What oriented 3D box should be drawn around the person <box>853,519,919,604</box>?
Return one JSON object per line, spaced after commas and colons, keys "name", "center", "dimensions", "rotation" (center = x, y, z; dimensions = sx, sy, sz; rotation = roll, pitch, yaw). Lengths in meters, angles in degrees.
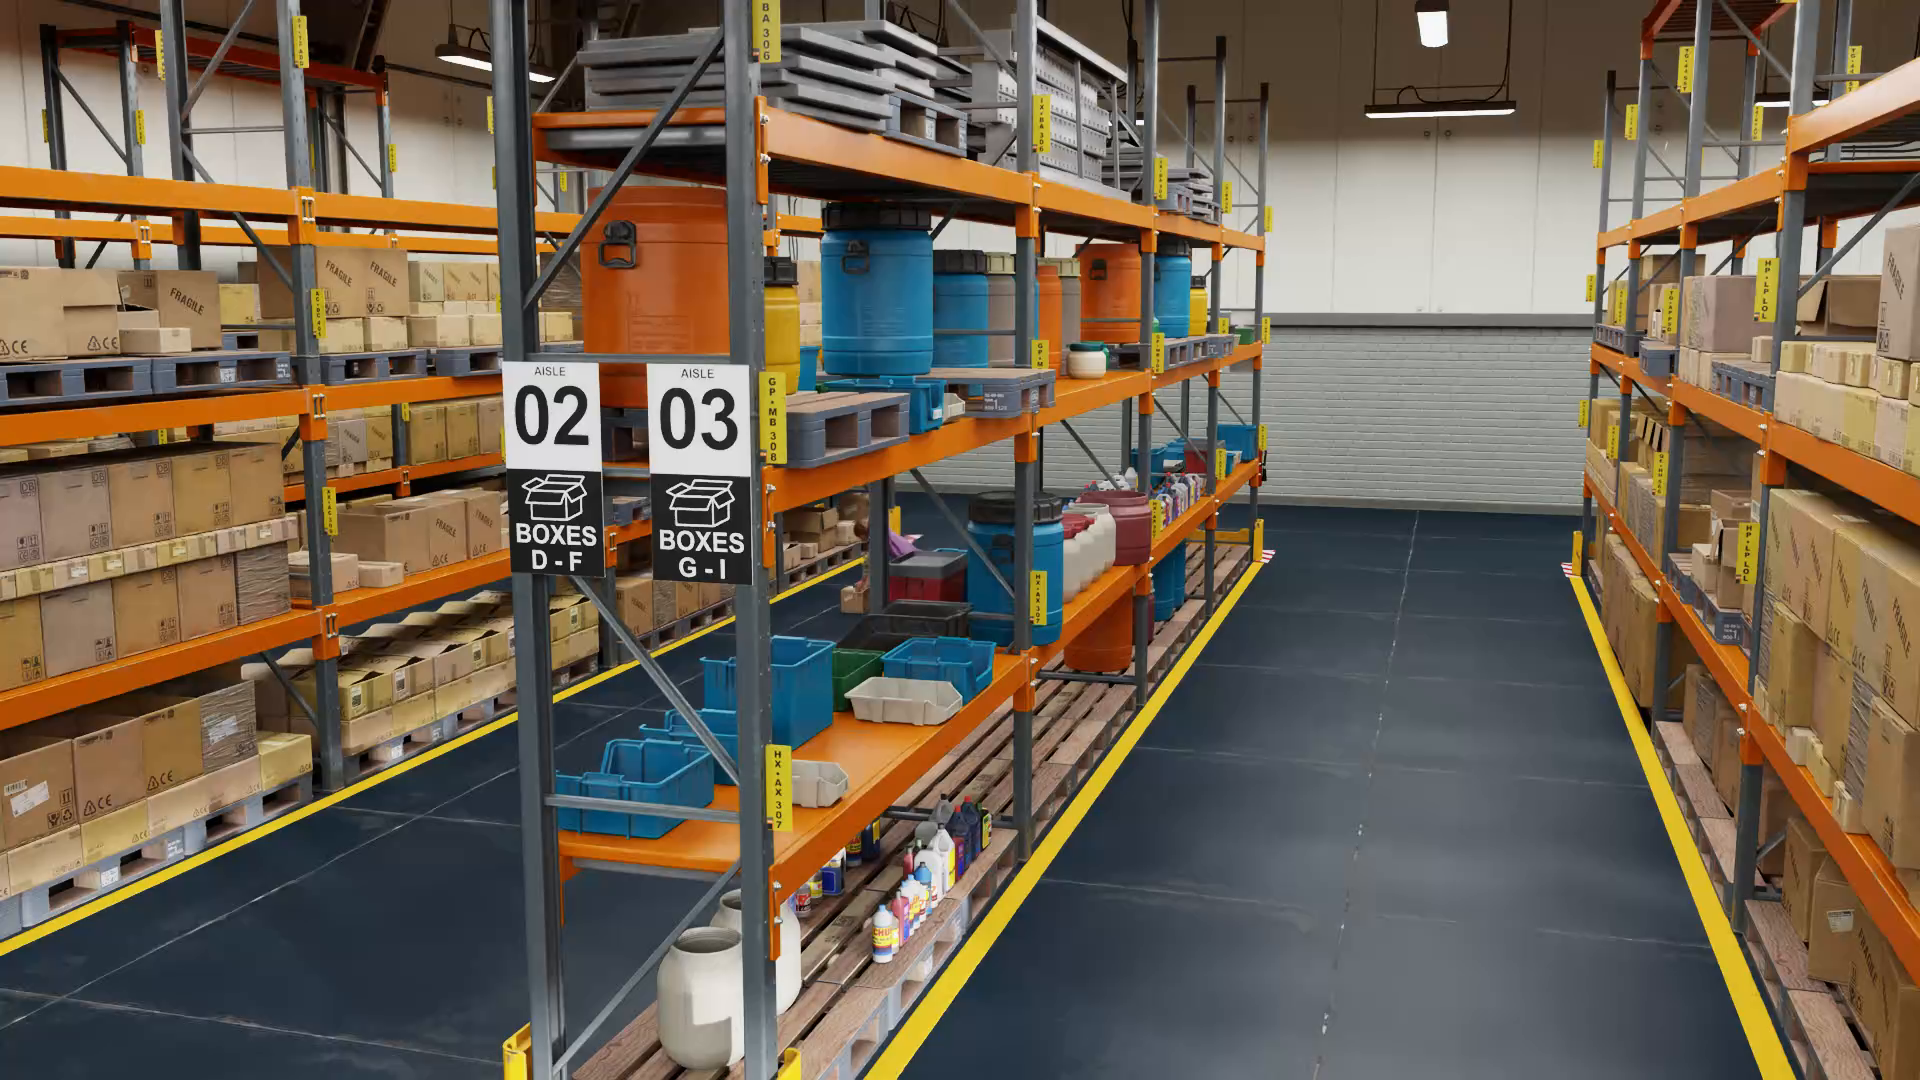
{"name": "person", "center": [-0.770, 0.296, 17.888], "dimensions": [0.768, 1.010, 0.457], "rotation": [2, 9, 16]}
